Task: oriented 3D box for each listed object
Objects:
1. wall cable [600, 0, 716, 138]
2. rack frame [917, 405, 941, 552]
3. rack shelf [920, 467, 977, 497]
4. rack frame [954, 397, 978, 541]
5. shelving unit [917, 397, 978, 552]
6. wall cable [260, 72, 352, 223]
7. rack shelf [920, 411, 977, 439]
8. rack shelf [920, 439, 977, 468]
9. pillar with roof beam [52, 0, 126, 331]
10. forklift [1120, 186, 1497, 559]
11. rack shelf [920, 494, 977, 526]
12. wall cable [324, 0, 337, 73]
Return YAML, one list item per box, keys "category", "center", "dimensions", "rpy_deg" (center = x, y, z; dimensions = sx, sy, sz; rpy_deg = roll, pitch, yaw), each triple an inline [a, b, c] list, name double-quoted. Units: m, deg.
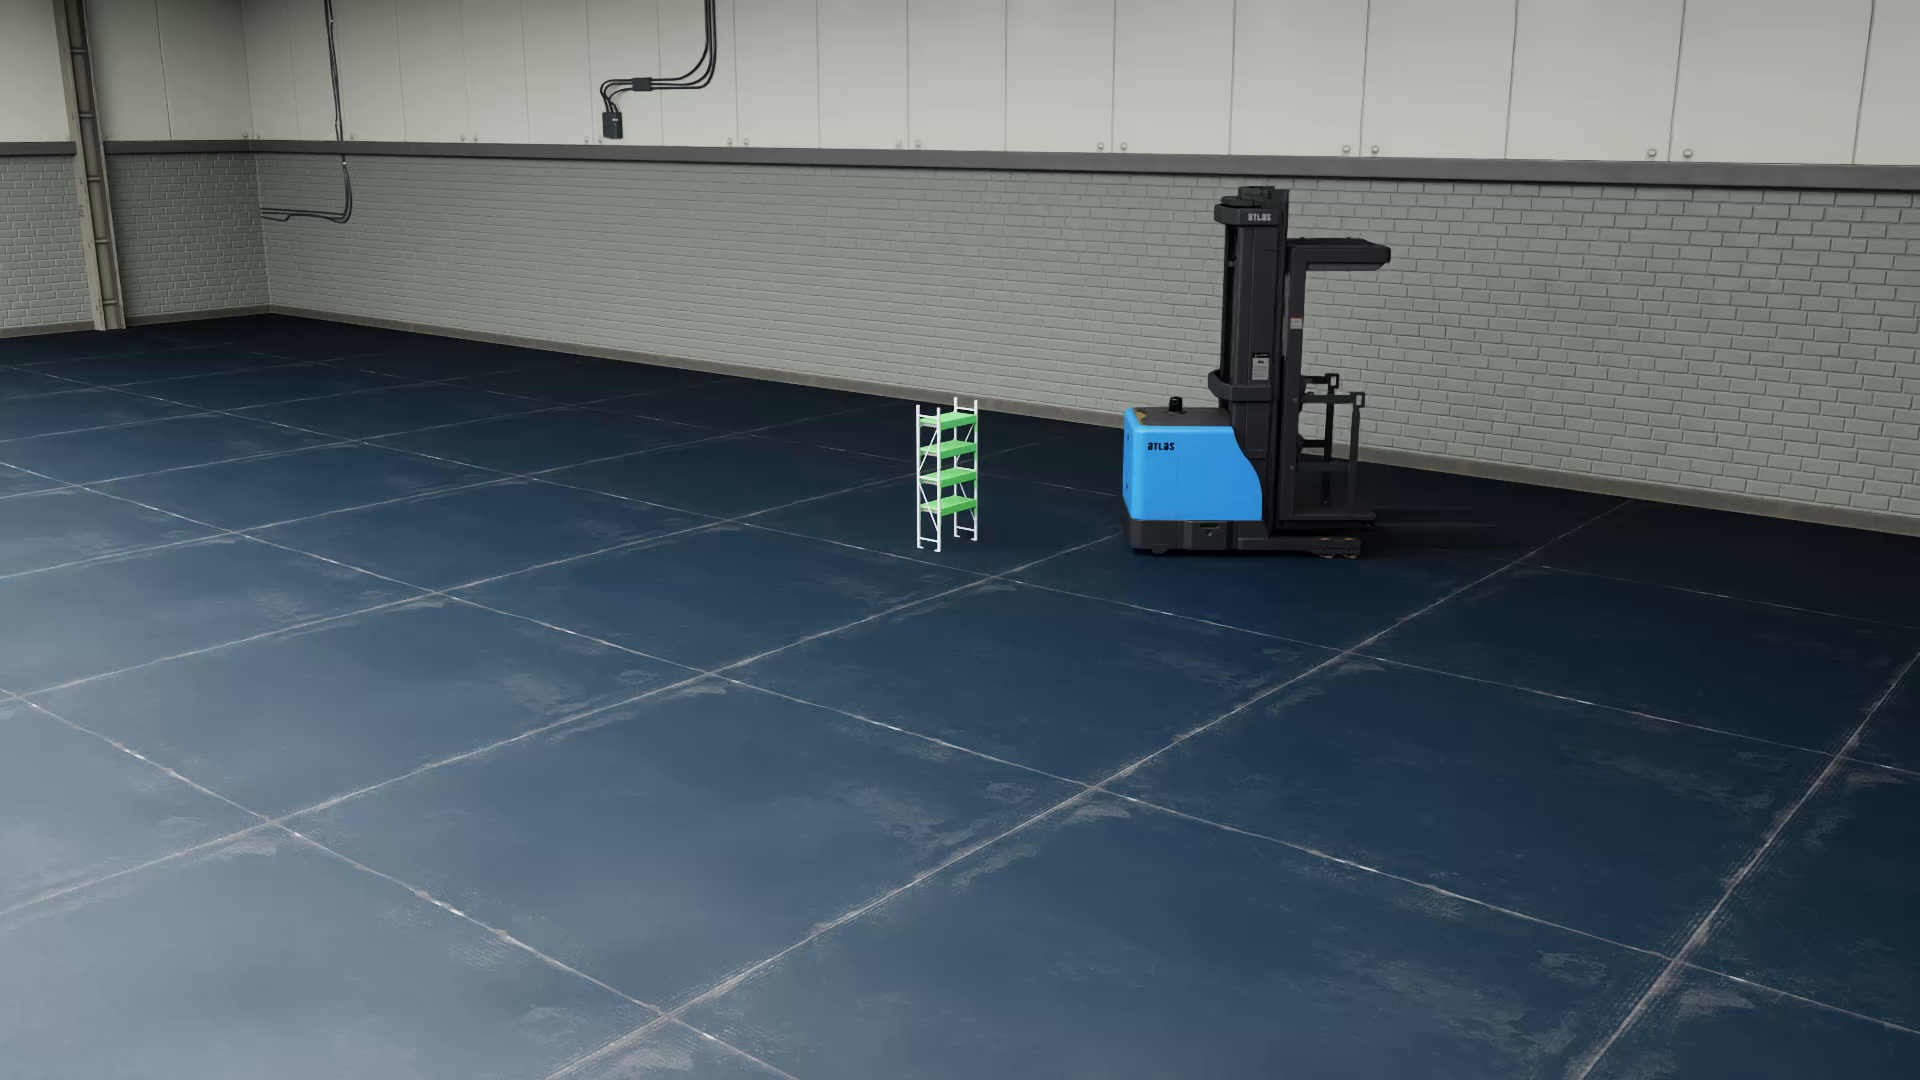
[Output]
- category: "wall cable"
  center: [-4.178, -8.484, 22.335]
  dimensions: [2.305, 6.003, 0.169]
  rpy_deg: [11, 18, 38]
- category: "rack frame"
  center: [-0.257, -0.503, 13.666]
  dimensions: [0.240, 1.200, 0.015]
  rpy_deg: [11, 18, 38]
- category: "rack shelf"
  center: [-0.104, -0.488, 13.866]
  dimensions: [0.258, 0.148, 0.480]
  rpy_deg: [11, 18, 38]
- category: "rack frame"
  center: [0.049, -0.597, 14.034]
  dimensions: [0.240, 1.200, 0.015]
  rpy_deg: [11, 18, 38]
- category: "shelving unit"
  center: [-0.104, -0.550, 13.850]
  dimensions: [0.258, 1.200, 0.503]
  rpy_deg: [11, 18, 38]
- category: "wall cable"
  center: [-11.552, -6.803, 28.931]
  dimensions: [3.097, 2.526, 0.112]
  rpy_deg: [11, 18, 38]
- category: "rack shelf"
  center: [-0.104, -0.953, 13.748]
  dimensions: [0.258, 0.148, 0.480]
  rpy_deg: [11, 18, 38]
- category: "rack shelf"
  center: [-0.104, -0.721, 13.807]
  dimensions: [0.258, 0.148, 0.480]
  rpy_deg: [11, 18, 38]
- category: "pillar with roof beam"
  center: [-11.083, -7.282, 24.511]
  dimensions: [9.100, 9.000, 0.400]
  rpy_deg: [11, 18, 38]
- category: "forklift"
  center: [2.905, -1.403, 13.691]
  dimensions: [3.031, 2.935, 1.130]
  rpy_deg: [0, 14, 1]
- category: "rack shelf"
  center: [-0.104, -0.255, 13.925]
  dimensions: [0.258, 0.148, 0.480]
  rpy_deg: [11, 18, 38]
- category: "wall cable"
  center: [-9.447, -8.832, 26.662]
  dimensions: [3.097, 2.526, 0.112]
  rpy_deg: [11, 18, 38]
